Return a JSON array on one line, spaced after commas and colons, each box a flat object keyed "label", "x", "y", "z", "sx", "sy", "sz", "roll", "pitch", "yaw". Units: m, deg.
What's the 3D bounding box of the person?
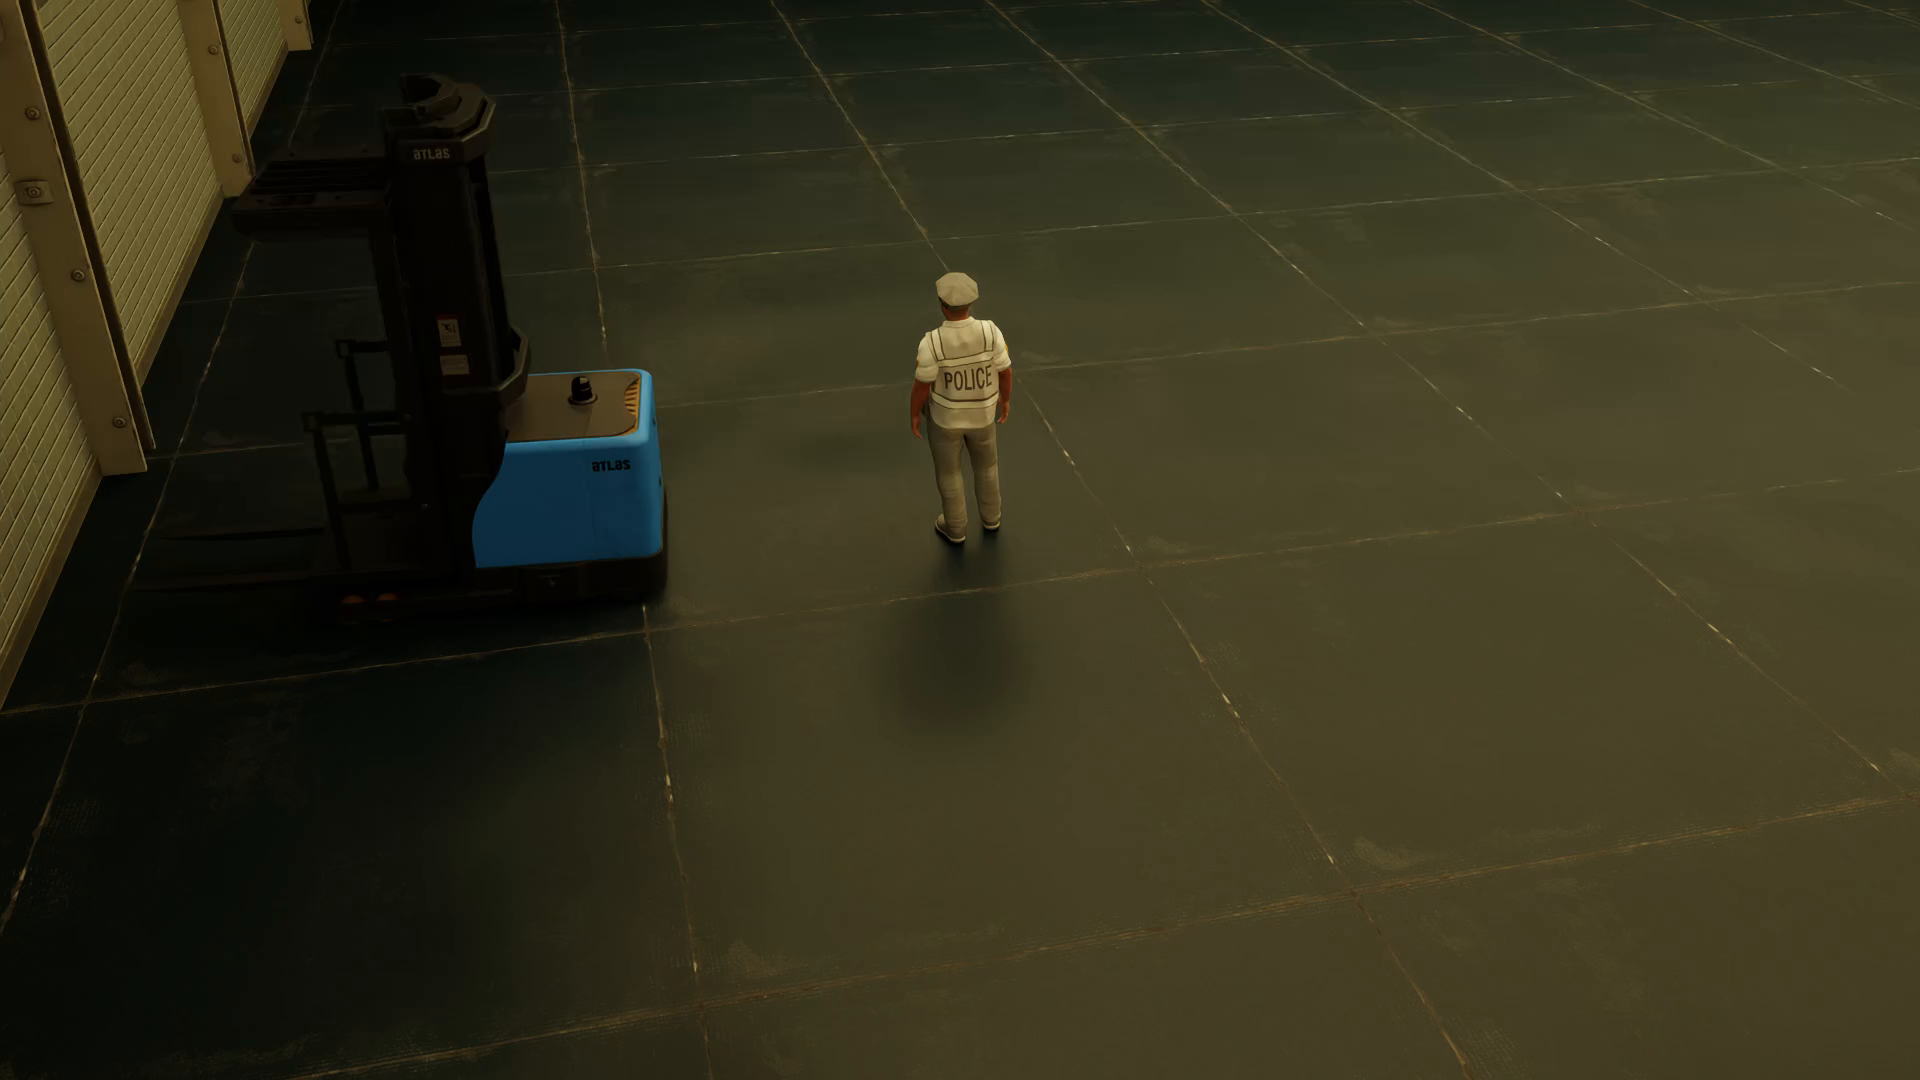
[{"label": "person", "x": -0.006, "y": -0.816, "z": 10.118, "sx": 0.640, "sy": 1.781, "sz": 0.575, "roll": -7, "pitch": 31, "yaw": -12}]

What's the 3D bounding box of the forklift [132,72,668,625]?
[{"label": "forklift", "x": -3.311, "y": -1.059, "z": 9.403, "sx": 3.031, "sy": 2.935, "sz": 1.130, "roll": -4, "pitch": 30, "yaw": -7}]
